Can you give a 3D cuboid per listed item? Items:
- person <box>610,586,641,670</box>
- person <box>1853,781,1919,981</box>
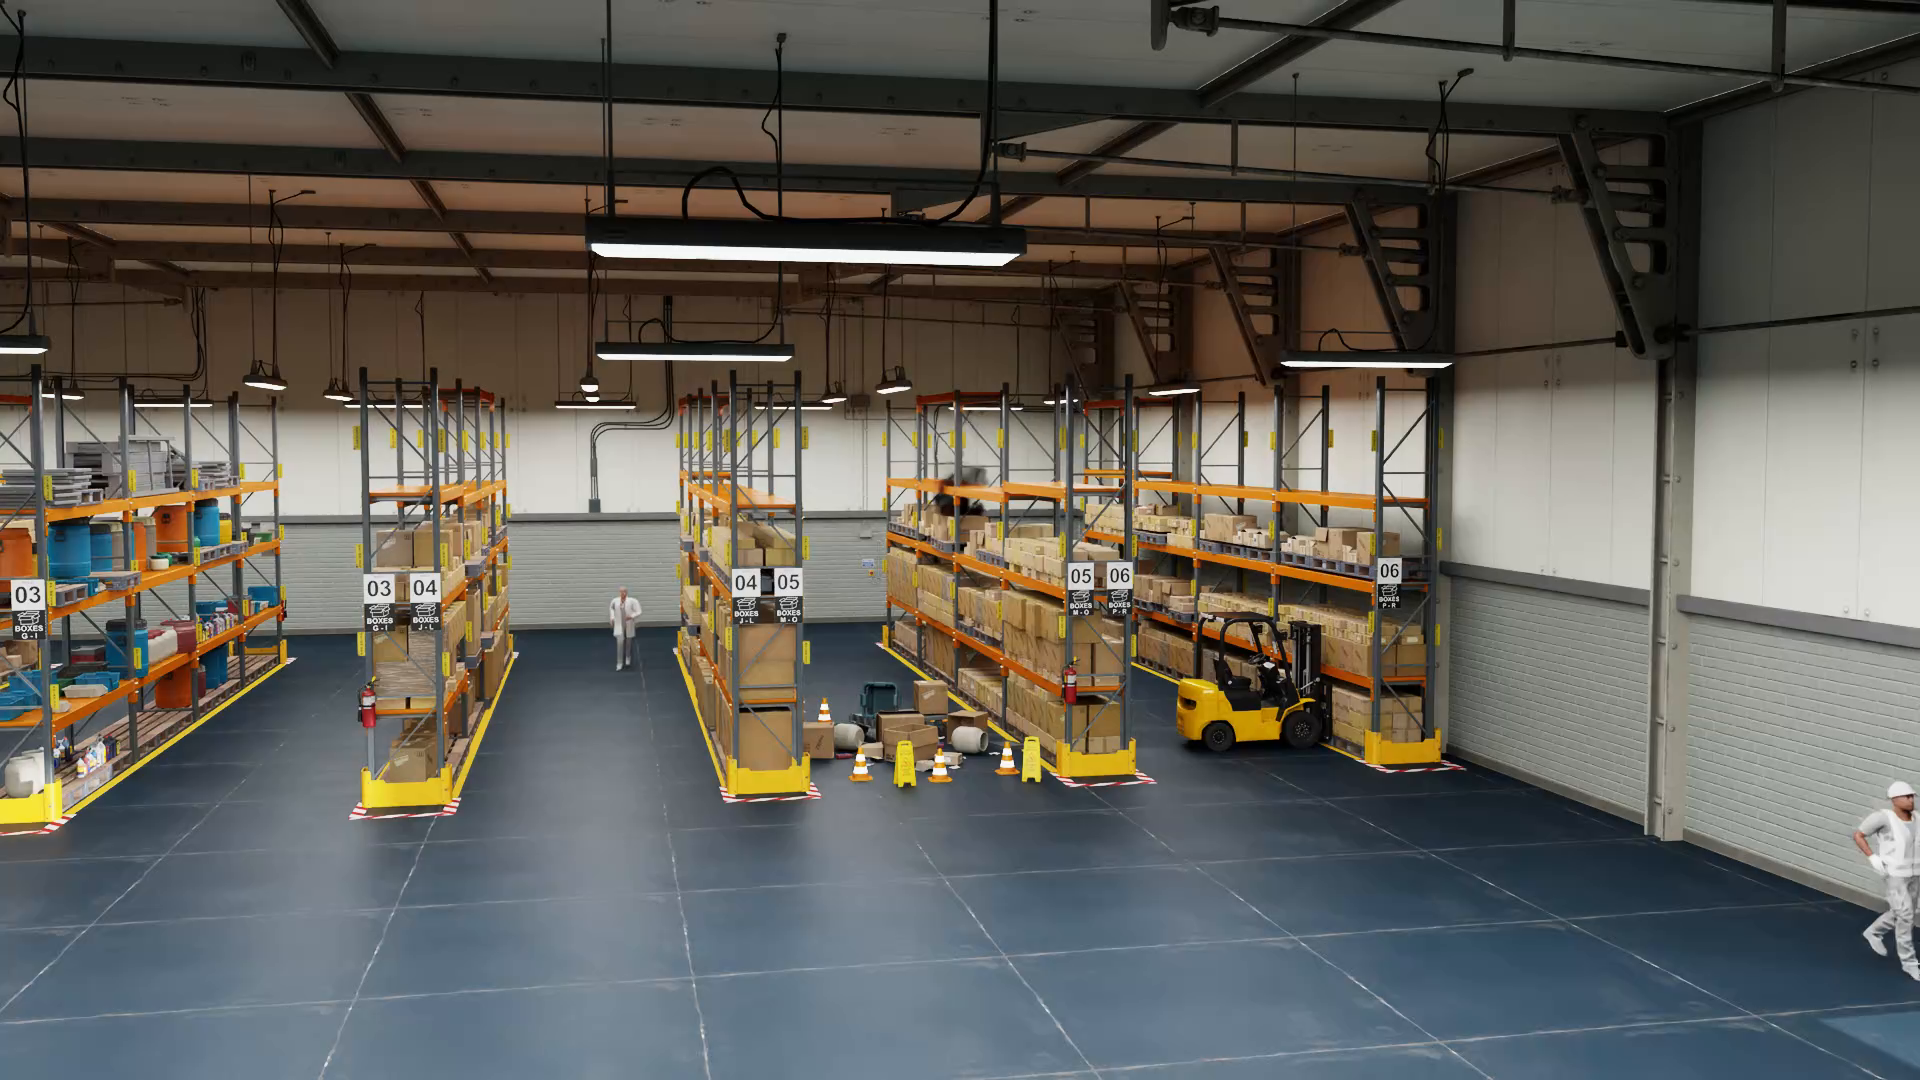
[{"bbox_3d":[-7.360,1.911,36.580,0.703,1.800,0.976,0,3,-5],"label":"person"},{"bbox_3d":[8.857,3.167,15.708,0.678,1.792,0.860,-1,4,-18],"label":"person"}]
